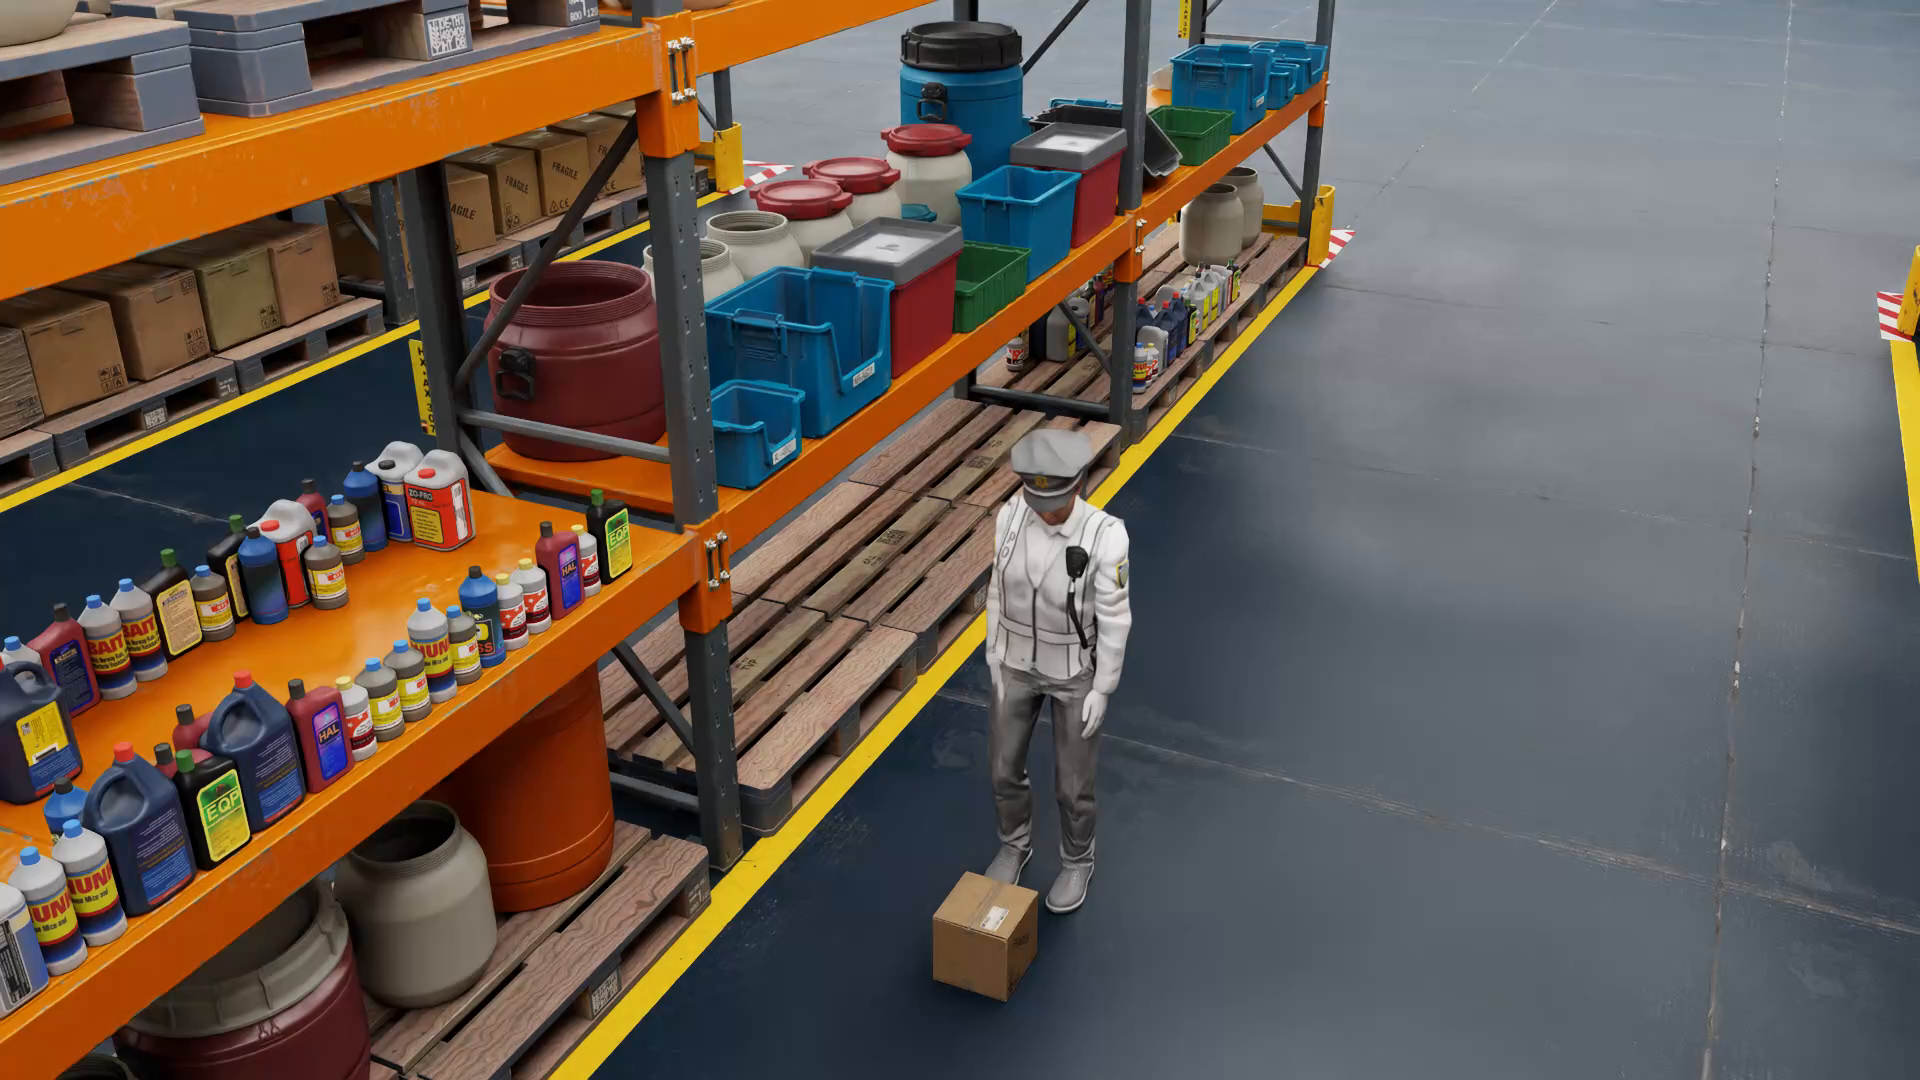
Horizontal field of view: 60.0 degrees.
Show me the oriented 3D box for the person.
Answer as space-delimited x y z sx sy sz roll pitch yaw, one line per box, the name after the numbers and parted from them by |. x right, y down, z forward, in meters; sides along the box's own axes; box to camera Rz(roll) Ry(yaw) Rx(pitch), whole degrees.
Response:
0.286 0.488 5.263 0.520 1.559 0.548 12 29 23 | person
